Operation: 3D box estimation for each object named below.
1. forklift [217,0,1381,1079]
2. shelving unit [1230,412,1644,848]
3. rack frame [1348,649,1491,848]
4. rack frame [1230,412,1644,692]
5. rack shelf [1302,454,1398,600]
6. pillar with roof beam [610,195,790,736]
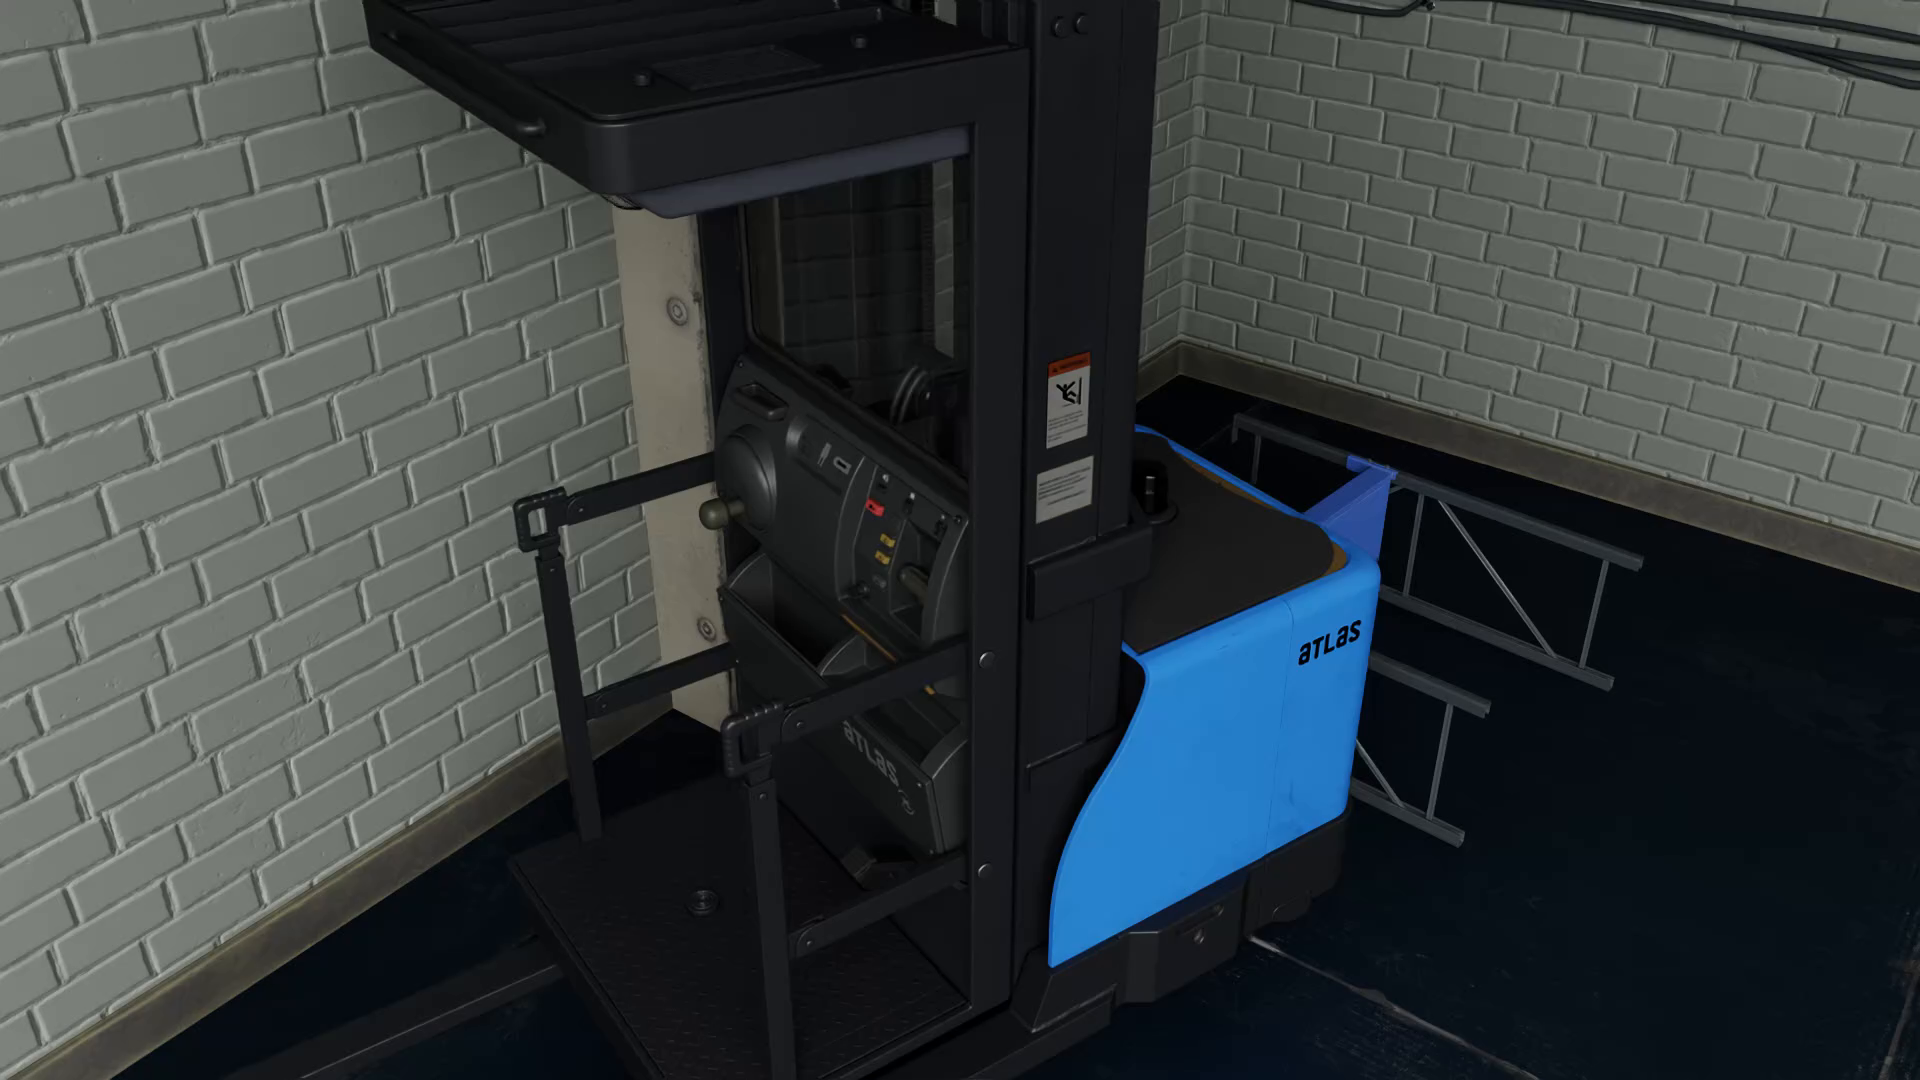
[{"bbox_3d":[-0.448,-0.062,3.479,3.031,2.935,1.130,-20,36,-30],"label":"forklift"},{"bbox_3d":[1.211,0.208,5.372,1.500,0.538,1.048,25,39,35],"label":"shelving unit"},{"bbox_3d":[0.870,0.400,5.047,1.500,0.500,0.032,25,39,35],"label":"rack frame"},{"bbox_3d":[1.551,0.015,5.696,1.500,0.500,0.032,25,39,35],"label":"rack frame"},{"bbox_3d":[1.077,0.146,5.475,0.185,0.538,1.000,25,39,35],"label":"rack shelf"},{"bbox_3d":[2.725,-2.052,0.886,9.100,9.000,0.400,21,37,31],"label":"pillar with roof beam"}]
